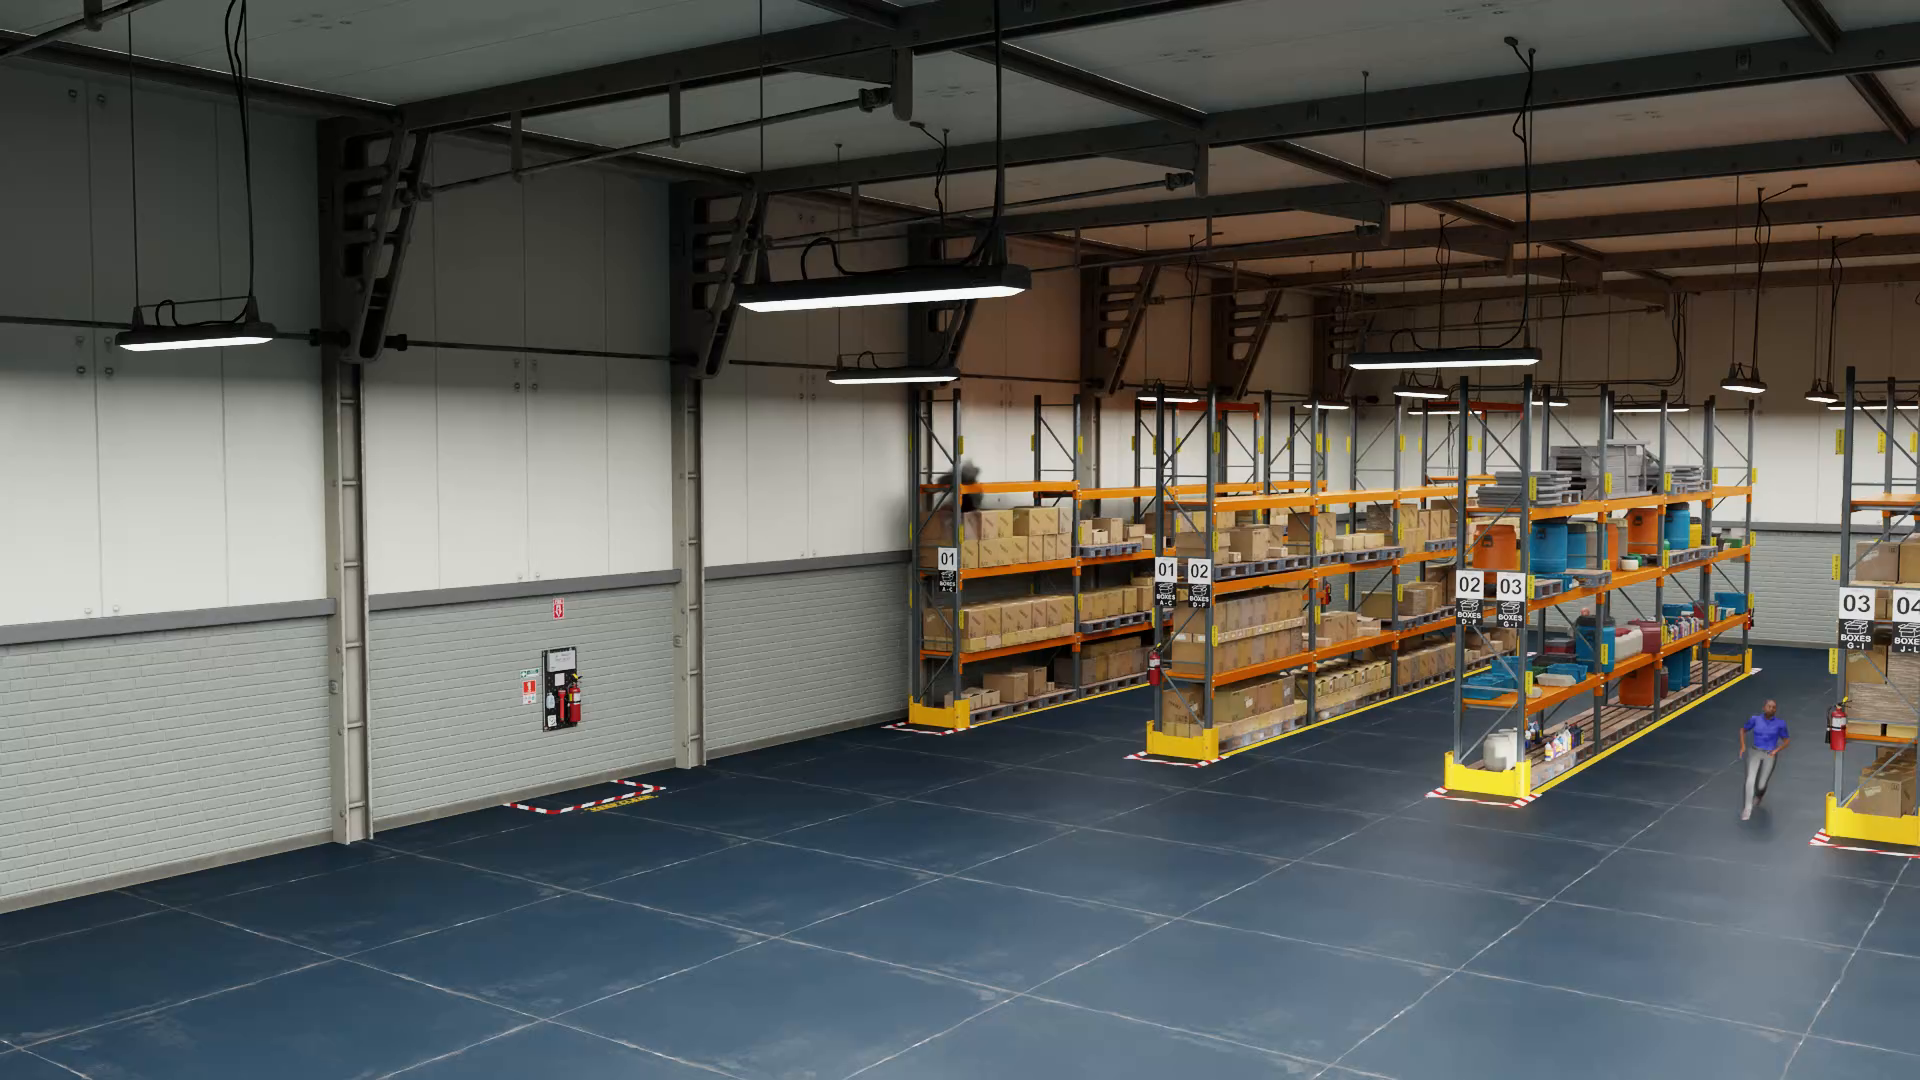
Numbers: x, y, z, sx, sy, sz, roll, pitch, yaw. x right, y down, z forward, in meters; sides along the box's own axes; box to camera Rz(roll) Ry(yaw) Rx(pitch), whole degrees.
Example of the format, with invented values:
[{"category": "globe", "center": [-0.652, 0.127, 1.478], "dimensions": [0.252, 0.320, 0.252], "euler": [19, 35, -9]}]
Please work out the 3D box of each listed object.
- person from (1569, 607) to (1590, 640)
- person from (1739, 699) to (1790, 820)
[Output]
[{"category": "person", "center": [12.813, 2.222, 34.124], "dimensions": [0.677, 1.688, 0.896], "euler": [3, 4, 38]}, {"category": "person", "center": [10.823, 2.937, 22.396], "dimensions": [0.615, 1.629, 0.708], "euler": [2, 4, 30]}]
